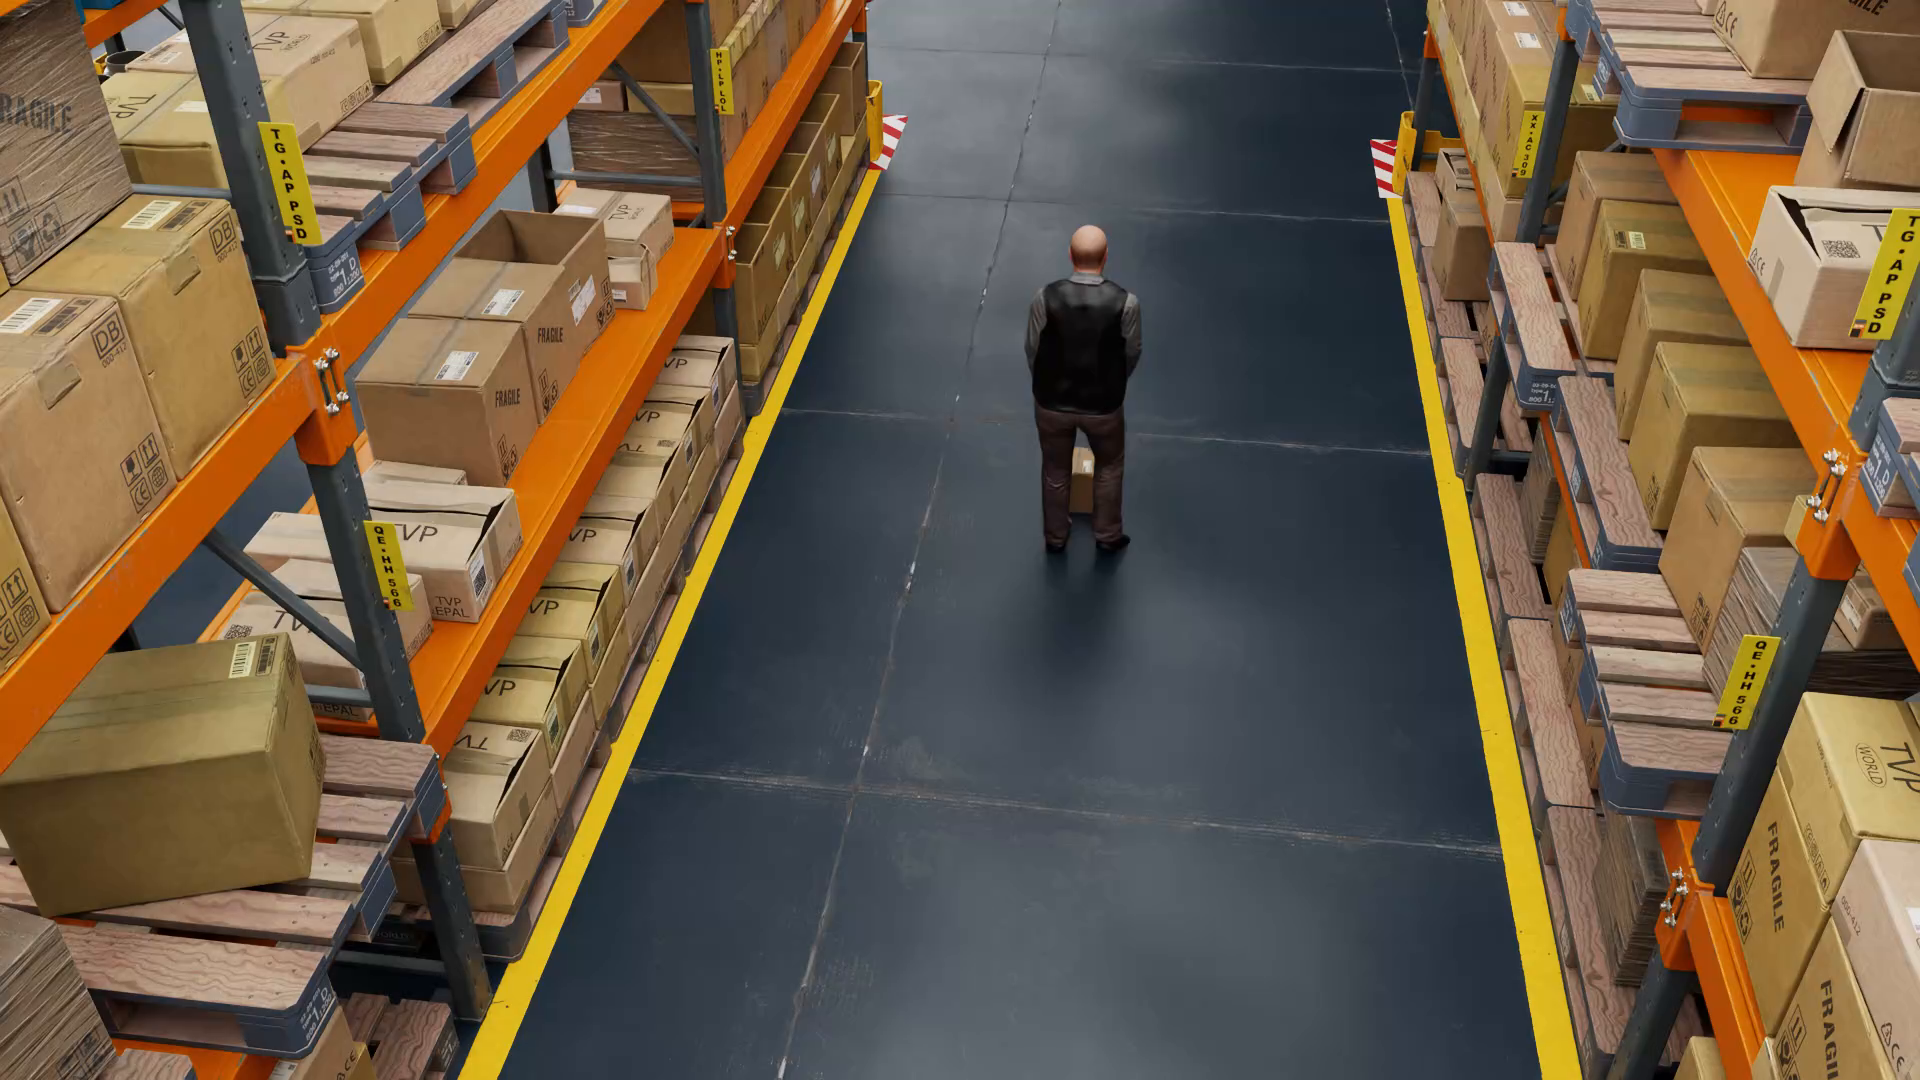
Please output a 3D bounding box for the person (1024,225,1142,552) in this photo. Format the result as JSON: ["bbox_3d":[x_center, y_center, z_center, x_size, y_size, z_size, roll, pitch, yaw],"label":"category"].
[{"bbox_3d":[0.592,-0.667,8.024,0.569,1.782,0.526,4,36,5],"label":"person"}]
